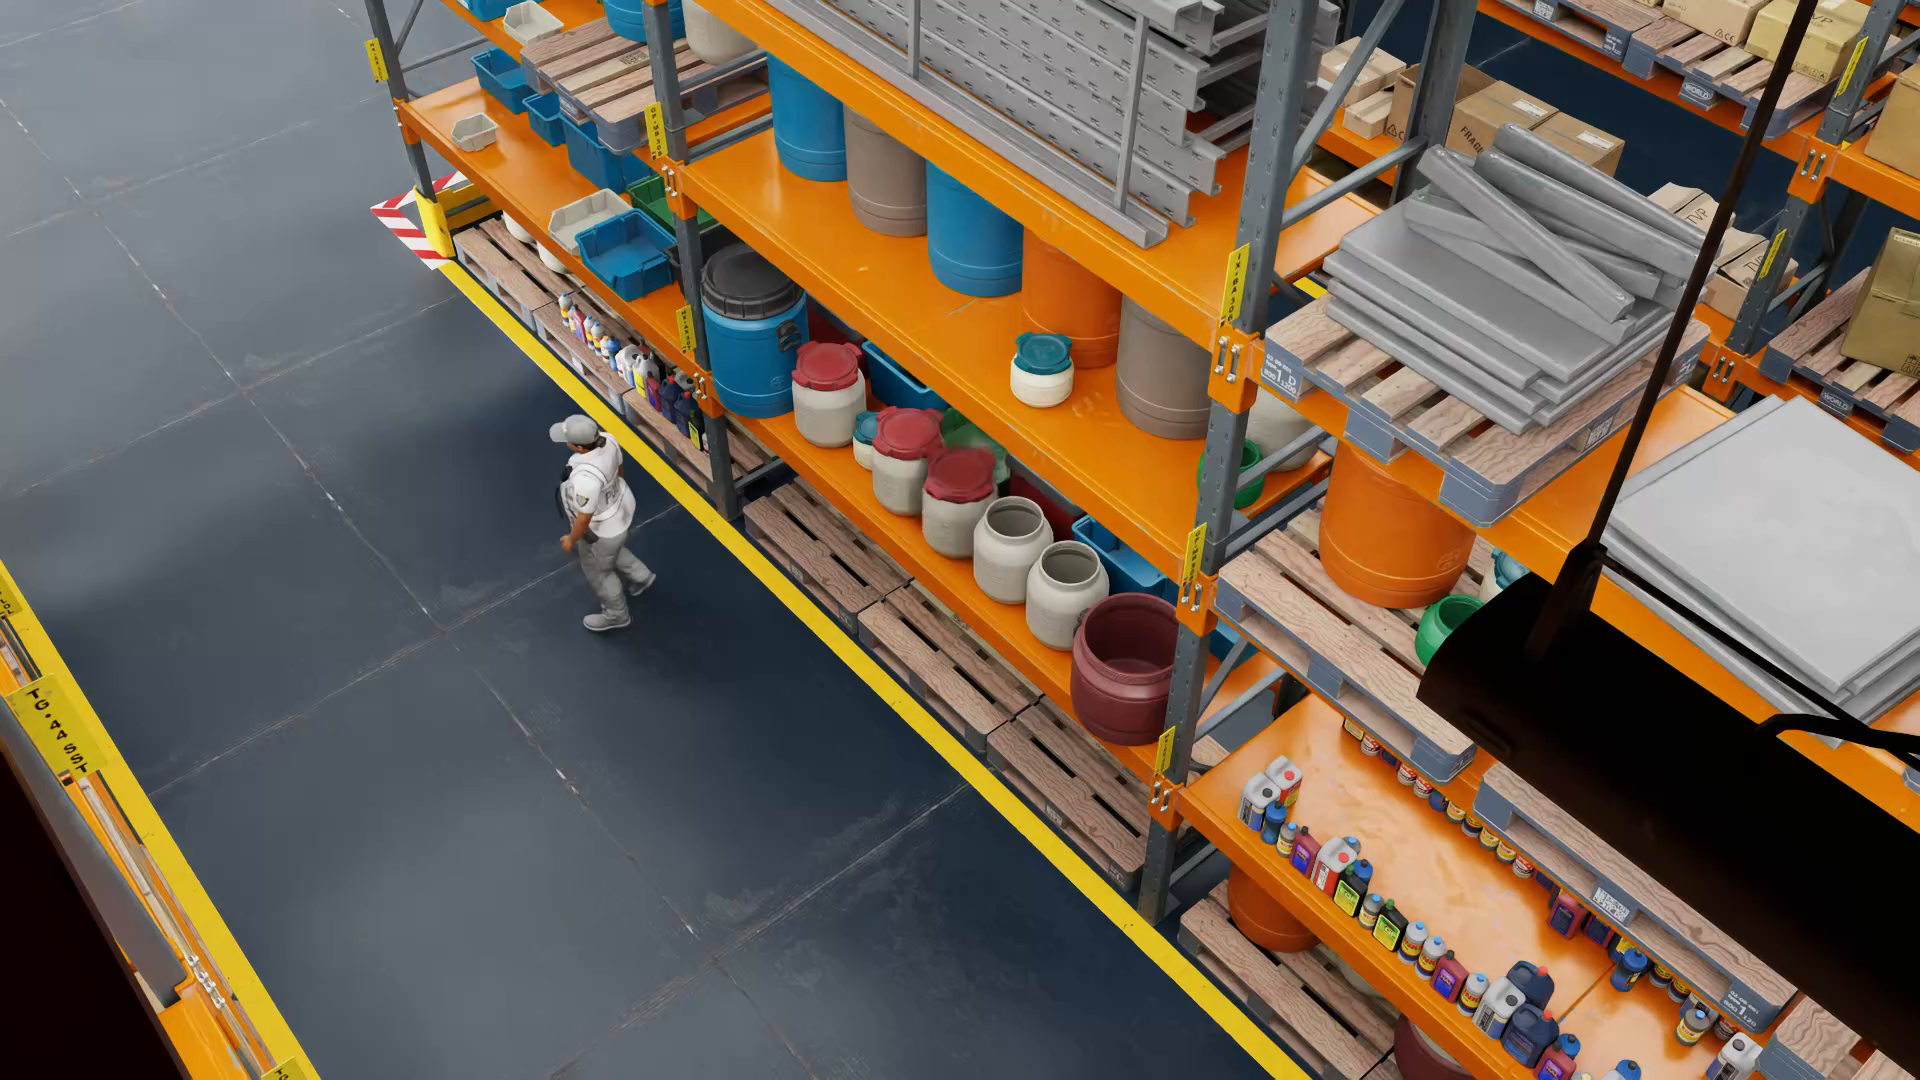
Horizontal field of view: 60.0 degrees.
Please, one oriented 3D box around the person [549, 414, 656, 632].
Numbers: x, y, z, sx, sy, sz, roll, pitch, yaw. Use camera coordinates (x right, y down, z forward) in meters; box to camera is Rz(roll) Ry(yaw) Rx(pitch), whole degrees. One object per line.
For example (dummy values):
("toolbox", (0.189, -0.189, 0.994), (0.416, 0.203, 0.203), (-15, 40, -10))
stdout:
("person", (-2.135, -0.119, 9.917), (0.436, 1.678, 0.530), (4, 47, 3))
